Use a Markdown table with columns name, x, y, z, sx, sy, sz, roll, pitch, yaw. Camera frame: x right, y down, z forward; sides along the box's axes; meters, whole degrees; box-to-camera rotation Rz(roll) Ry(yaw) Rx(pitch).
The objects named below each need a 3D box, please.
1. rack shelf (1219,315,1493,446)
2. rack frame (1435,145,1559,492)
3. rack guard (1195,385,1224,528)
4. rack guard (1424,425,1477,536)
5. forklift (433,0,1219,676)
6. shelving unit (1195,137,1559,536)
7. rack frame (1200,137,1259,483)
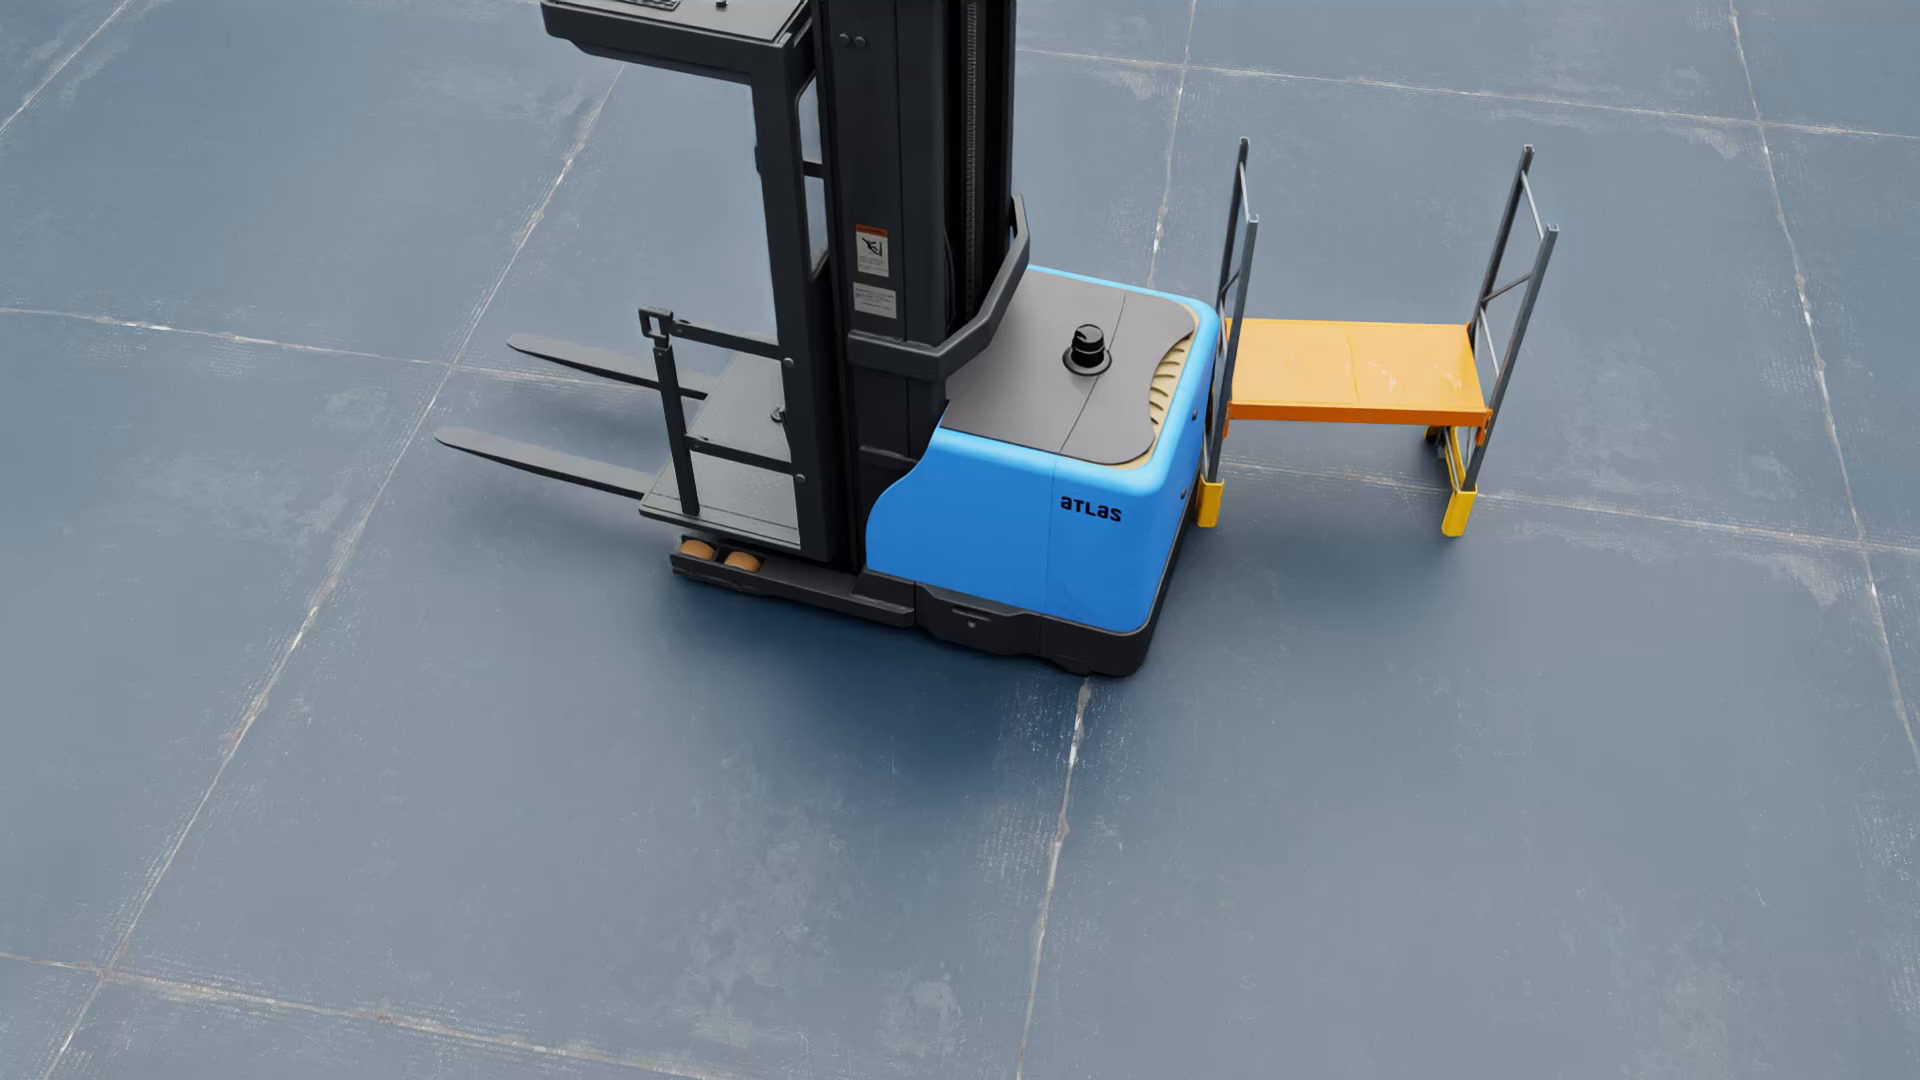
| name | x | y | z | sx | sy | sz | roll | pitch | yaw |
| --- | --- | --- | --- | --- | --- | --- | --- | --- | --- |
| rack shelf | 1.525 | -0.632 | 6.524 | 1.000 | 0.185 | 0.538 | 2 | 48 | 2 |
| rack frame | 2.032 | -0.735 | 6.374 | 0.032 | 1.500 | 0.500 | 2 | 48 | 2 |
| rack guard | 1.018 | -0.353 | 6.871 | 0.087 | 0.250 | 0.587 | 2 | 48 | 2 |
| rack guard | 2.013 | -0.318 | 6.840 | 0.087 | 0.250 | 0.587 | 2 | 48 | 2 |
| forklift | -0.615 | -1.132 | 5.769 | 3.031 | 2.935 | 1.130 | 14 | 50 | 12 |
| shelving unit | 1.515 | -0.753 | 6.390 | 1.083 | 1.500 | 0.587 | 2 | 48 | 2 |
| rack frame | 1.017 | -0.770 | 6.406 | 0.032 | 1.500 | 0.500 | 2 | 48 | 2 |
